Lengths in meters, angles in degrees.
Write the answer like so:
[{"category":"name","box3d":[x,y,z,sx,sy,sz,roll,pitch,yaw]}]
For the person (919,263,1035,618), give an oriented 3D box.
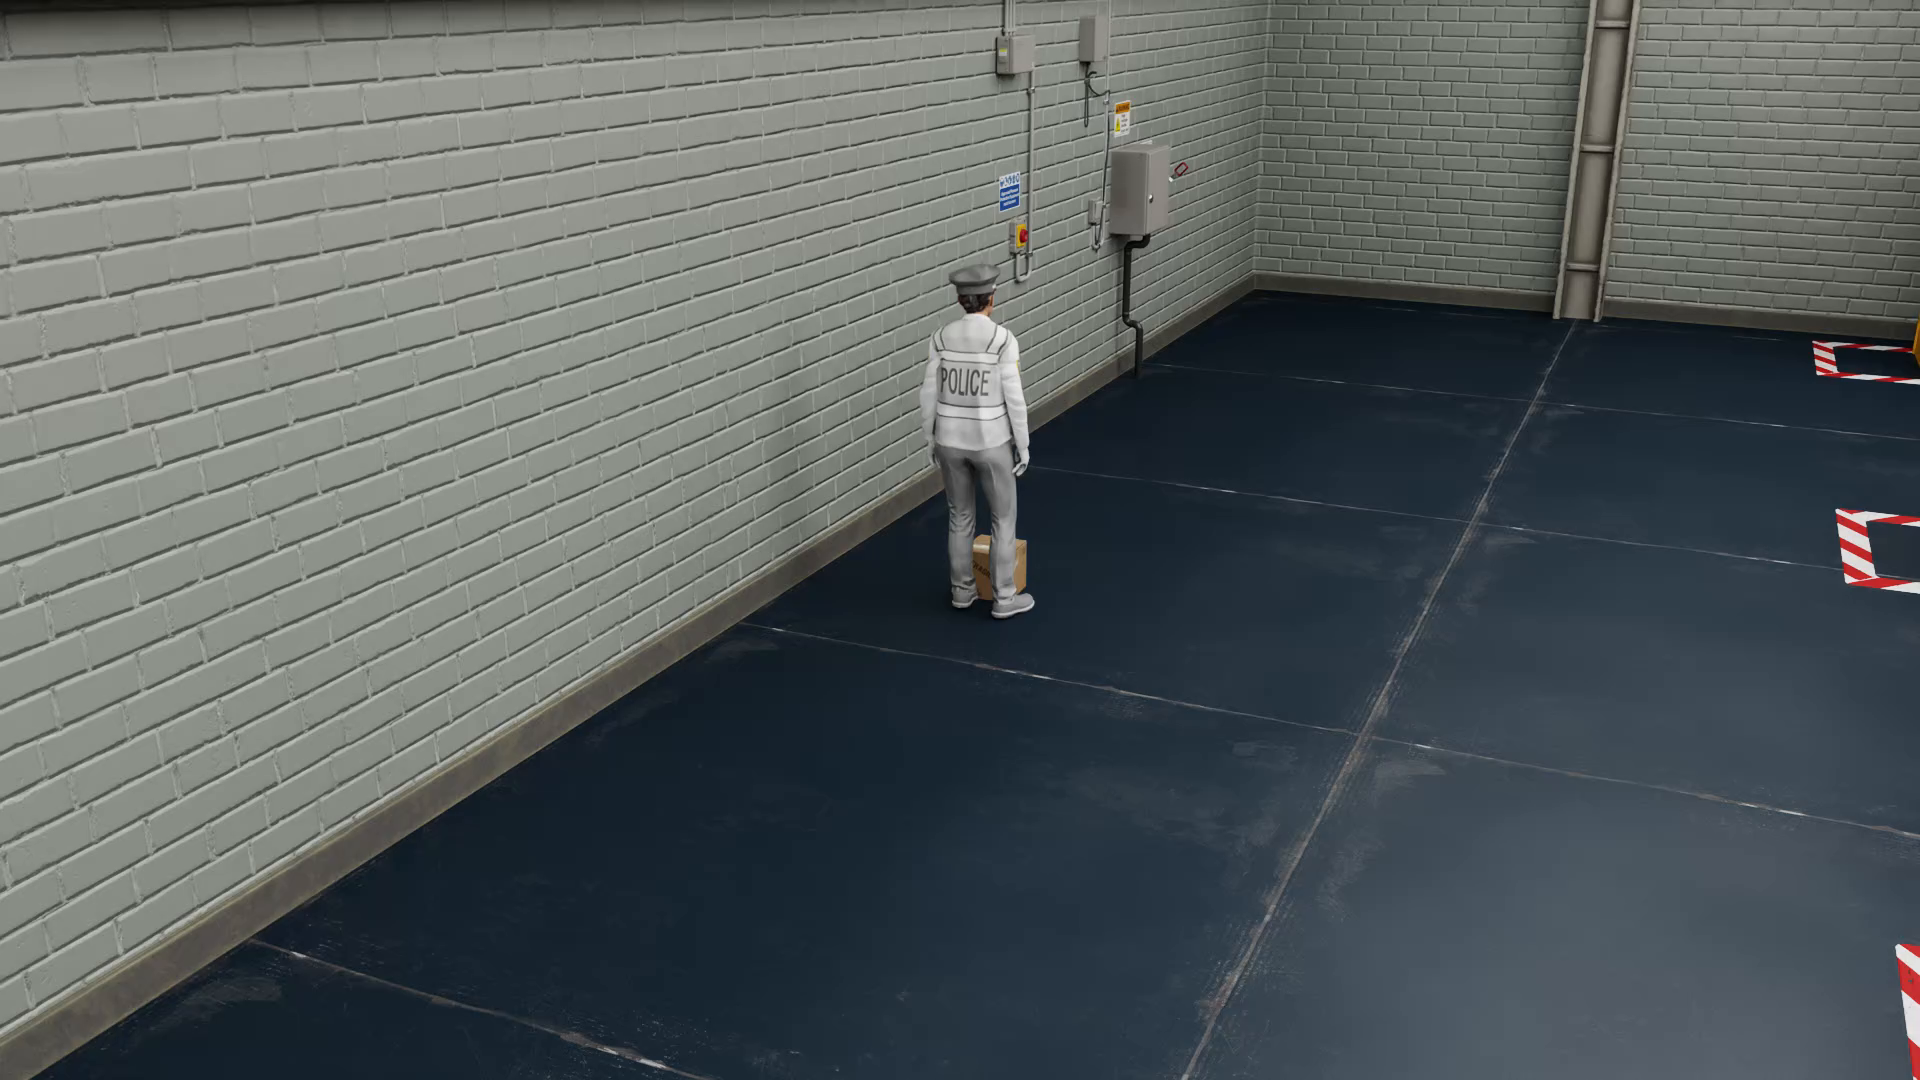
[{"category":"person","box3d":[0.084,-0.457,7.878,0.533,1.662,0.414,7,20,20]}]
